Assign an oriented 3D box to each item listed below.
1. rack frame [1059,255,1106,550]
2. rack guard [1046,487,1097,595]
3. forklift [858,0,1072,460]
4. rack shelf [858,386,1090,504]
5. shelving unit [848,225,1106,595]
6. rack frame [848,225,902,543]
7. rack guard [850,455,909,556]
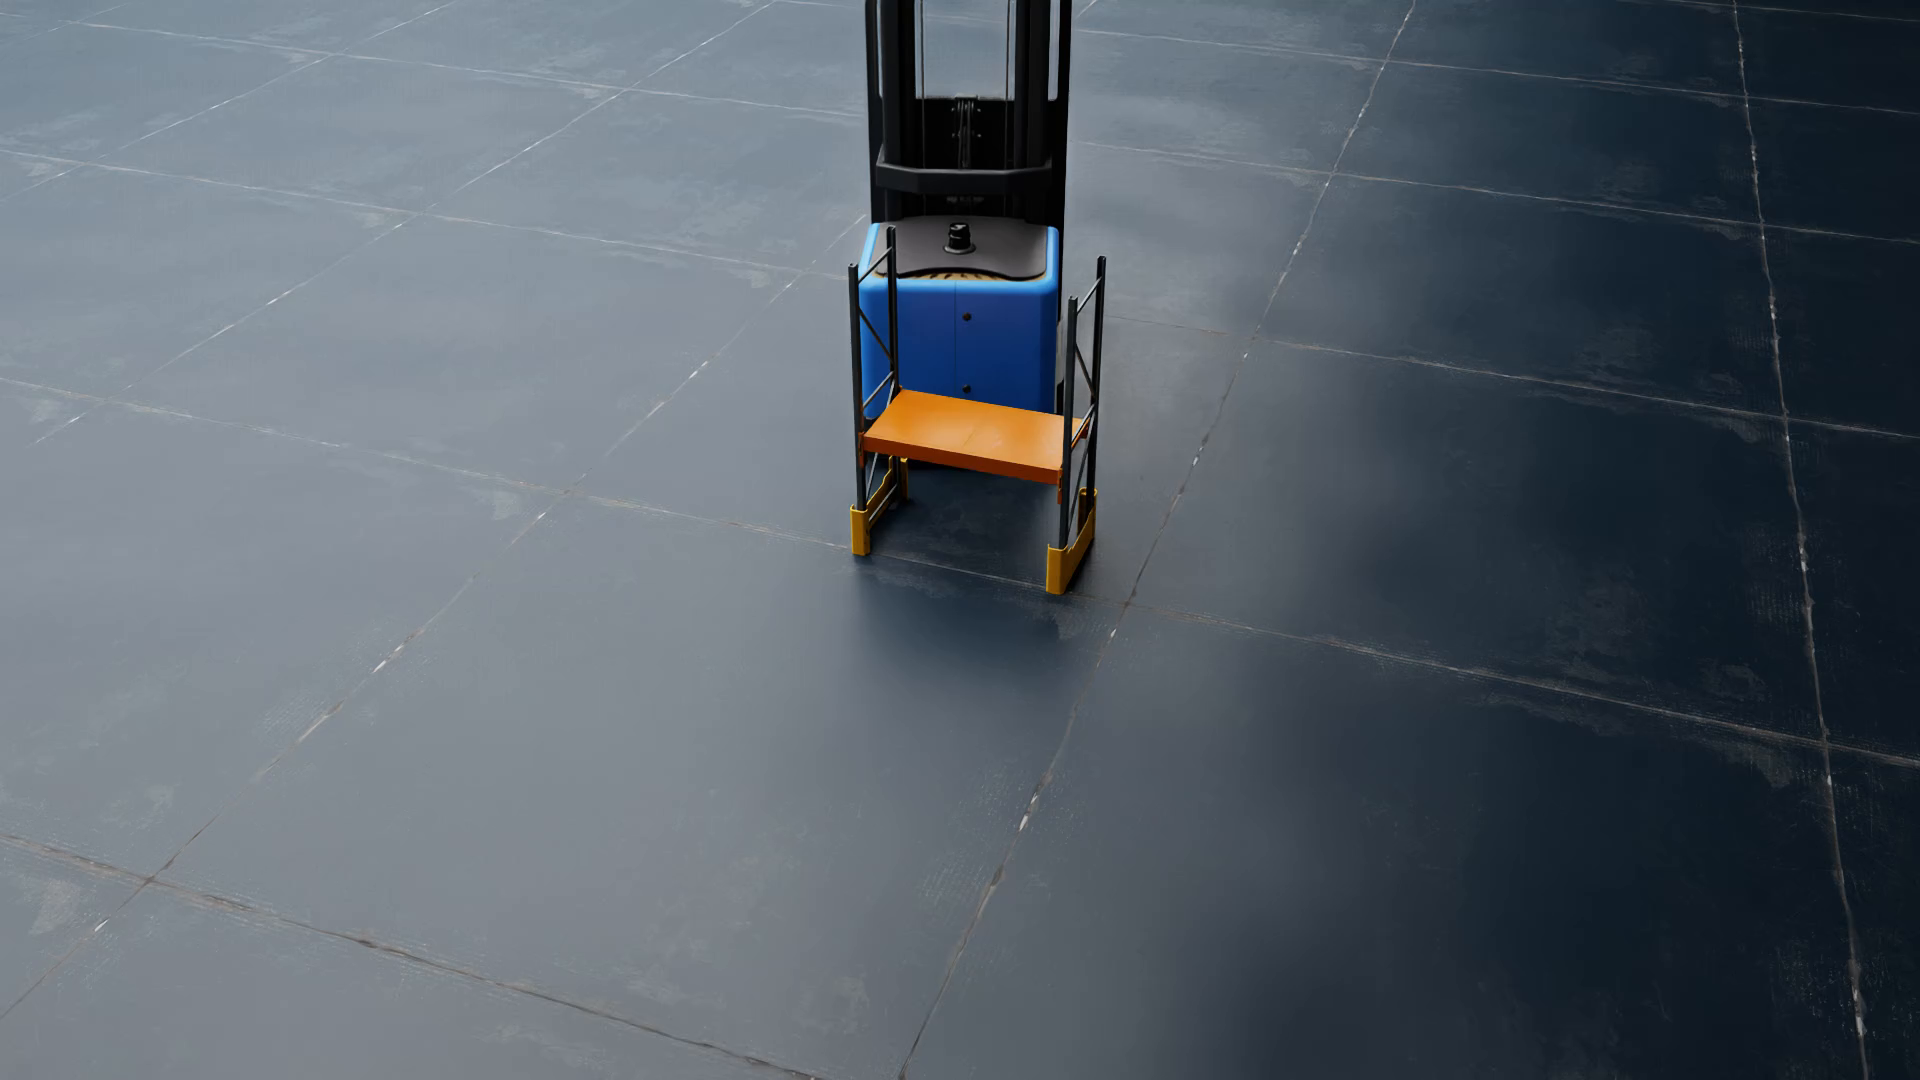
[{"bbox_3d":[0.559,-0.521,7.675,0.032,1.500,0.500,11,34,16],"label":"rack frame"},{"bbox_3d":[0.541,0.000,8.019,0.087,0.250,0.587,11,34,16],"label":"rack guard"},{"bbox_3d":[0.058,-2.405,9.272,1.130,2.935,3.031,2,33,3],"label":"forklift"},{"bbox_3d":[0.080,-0.463,7.917,1.000,0.185,0.538,11,34,16],"label":"rack shelf"},{"bbox_3d":[0.072,-0.616,7.822,1.083,1.500,0.587,11,34,16],"label":"shelving unit"},{"bbox_3d":[-0.398,-0.707,7.963,0.032,1.500,0.500,11,34,16],"label":"rack frame"},{"bbox_3d":[-0.397,-0.182,8.302,0.087,0.250,0.587,11,34,16],"label":"rack guard"}]
